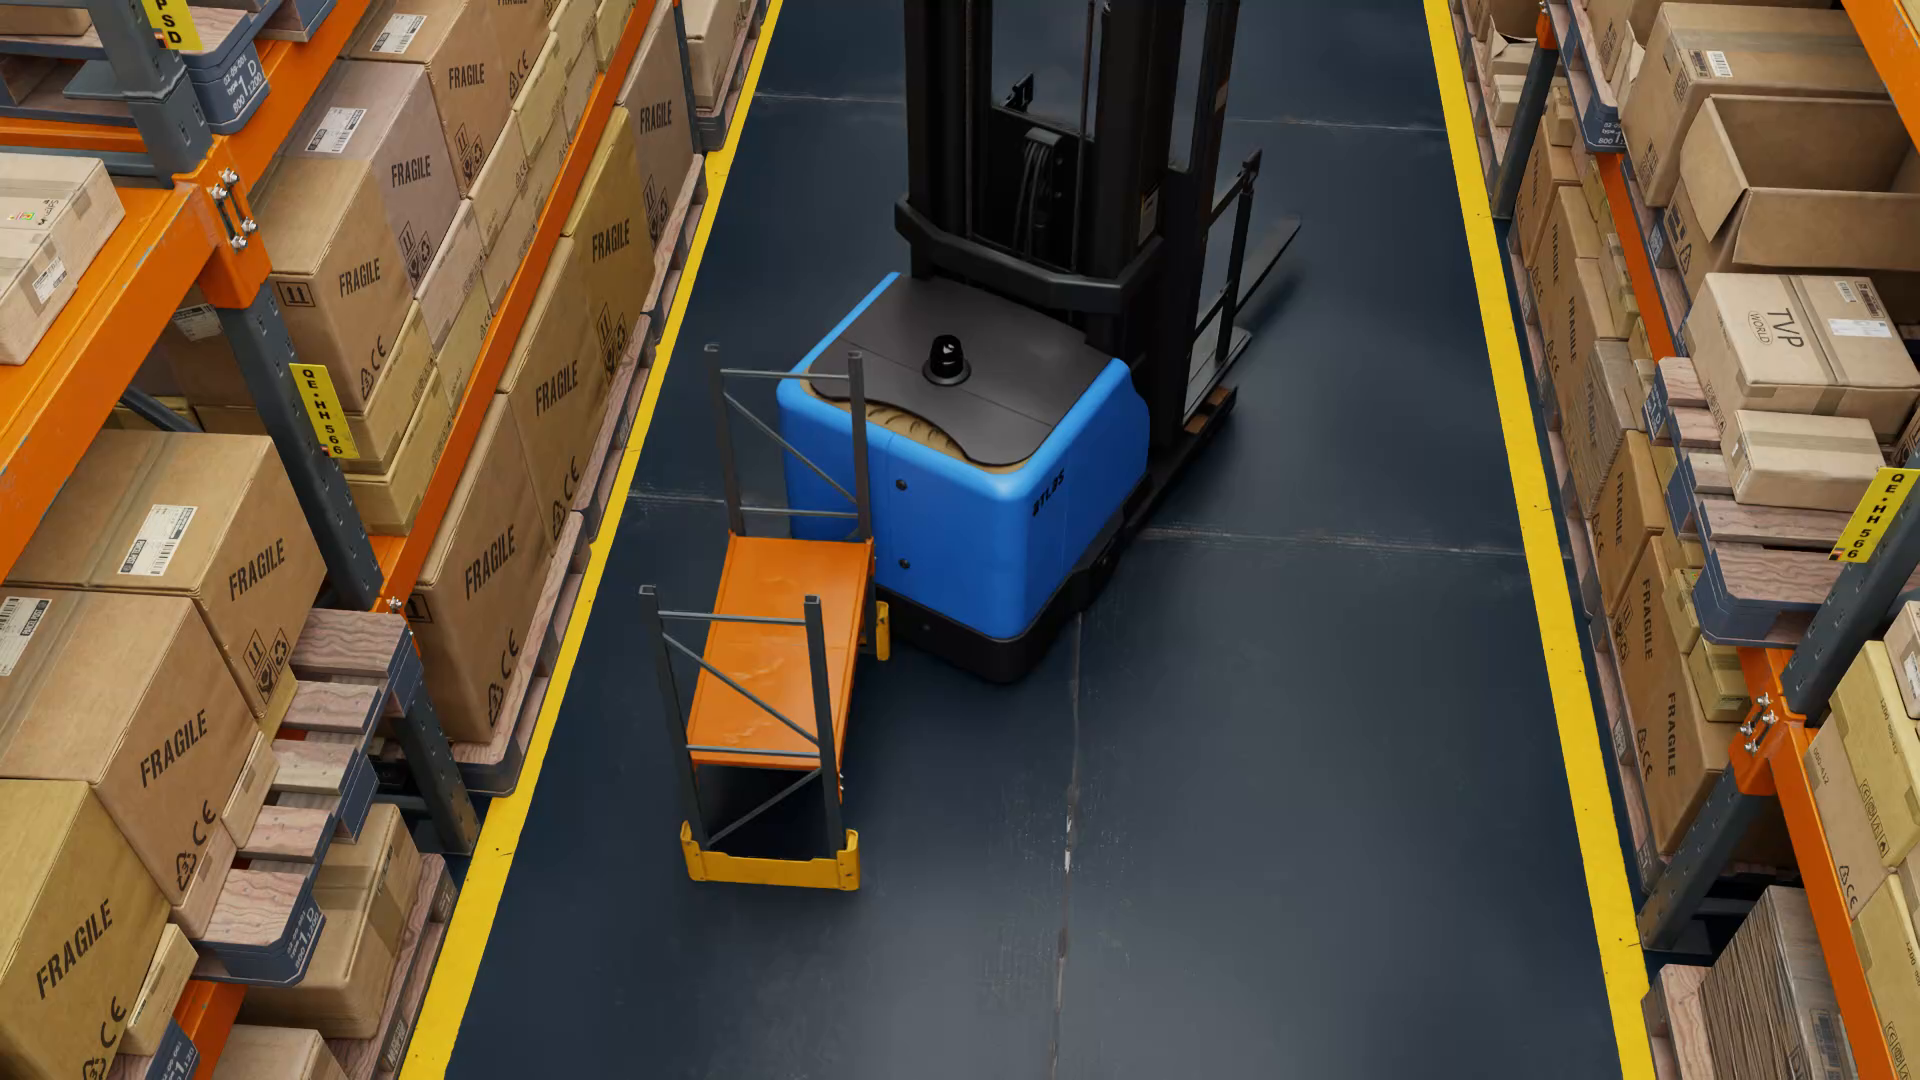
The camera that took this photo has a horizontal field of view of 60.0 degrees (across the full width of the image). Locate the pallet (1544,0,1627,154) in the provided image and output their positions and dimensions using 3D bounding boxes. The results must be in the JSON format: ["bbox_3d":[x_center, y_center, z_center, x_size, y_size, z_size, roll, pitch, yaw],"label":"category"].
[{"bbox_3d":[2.945,-1.958,6.638,1.003,0.211,1.213,4,48,4],"label":"pallet"}]

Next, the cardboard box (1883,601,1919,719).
[{"bbox_3d":[2.440,0.298,3.937,0.380,0.149,0.250,5,48,5],"label":"cardboard box"}]

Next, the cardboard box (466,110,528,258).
[{"bbox_3d":[-1.783,-1.213,5.590,0.500,0.250,0.500,4,48,3],"label":"cardboard box"}]

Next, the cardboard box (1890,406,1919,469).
[{"bbox_3d":[2.965,-0.206,4.554,0.500,0.500,0.500,6,48,5],"label":"cardboard box"}]

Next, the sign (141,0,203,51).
[{"bbox_3d":[-1.641,-1.143,3.380,0.100,0.325,0.005,4,48,4],"label":"sign"}]

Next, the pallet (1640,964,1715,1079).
[{"bbox_3d":[2.649,1.880,4.887,1.003,0.211,1.213,4,48,4],"label":"pallet"}]

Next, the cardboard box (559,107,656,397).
[{"bbox_3d":[-1.868,-1.233,7.000,0.875,0.875,0.875,5,48,5],"label":"cardboard box"}]

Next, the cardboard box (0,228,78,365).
[{"bbox_3d":[-2.015,-0.493,3.306,0.380,0.149,0.250,4,48,4],"label":"cardboard box"}]

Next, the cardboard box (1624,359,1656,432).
[{"bbox_3d":[2.704,-0.533,6.174,0.380,0.149,0.250,2,48,2],"label":"cardboard box"}]

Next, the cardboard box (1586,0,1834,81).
[{"bbox_3d":[2.813,-2.057,6.246,0.700,0.500,0.500,4,48,4],"label":"cardboard box"}]

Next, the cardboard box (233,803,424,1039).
[{"bbox_3d":[-2.242,1.165,5.148,0.950,0.372,0.625,1,48,1],"label":"cardboard box"}]

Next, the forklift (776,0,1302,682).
[{"bbox_3d":[0.537,-1.537,6.169,1.130,2.935,3.031,24,52,21],"label":"forklift"}]

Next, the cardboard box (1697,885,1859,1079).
[{"bbox_3d":[2.692,1.454,4.712,0.875,0.625,0.625,5,48,5],"label":"cardboard box"}]

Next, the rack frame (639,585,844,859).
[{"bbox_3d":[-0.635,0.656,5.134,0.500,1.500,0.032,3,48,3],"label":"rack frame"}]

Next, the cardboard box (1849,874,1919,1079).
[{"bbox_3d":[2.428,1.066,3.844,0.500,0.250,0.500,3,48,3],"label":"cardboard box"}]

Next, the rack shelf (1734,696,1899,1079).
[{"bbox_3d":[2.580,2.049,3.330,1.077,0.370,4.000,4,48,4],"label":"rack shelf"}]

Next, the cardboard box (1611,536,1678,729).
[{"bbox_3d":[2.643,0.346,5.810,0.500,0.500,0.500,3,48,3],"label":"cardboard box"}]

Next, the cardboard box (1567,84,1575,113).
[{"bbox_3d":[2.890,-1.970,7.287,0.380,0.149,0.250,3,48,3],"label":"cardboard box"}]

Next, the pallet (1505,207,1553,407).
[{"bbox_3d":[3.090,-1.061,7.578,1.003,0.211,1.213,4,48,4],"label":"pallet"}]

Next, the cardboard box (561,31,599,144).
[{"bbox_3d":[-1.719,-1.793,6.459,0.500,0.250,0.500,3,48,2],"label":"cardboard box"}]

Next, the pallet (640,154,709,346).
[{"bbox_3d":[-1.812,-1.420,7.906,1.003,0.211,1.213,4,48,4],"label":"pallet"}]

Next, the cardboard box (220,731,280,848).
[{"bbox_3d":[-1.907,0.595,4.058,0.380,0.149,0.250,4,48,3],"label":"cardboard box"}]

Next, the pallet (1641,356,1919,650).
[{"bbox_3d":[2.754,-0.101,4.940,1.213,0.211,1.003,4,48,4],"label":"pallet"}]

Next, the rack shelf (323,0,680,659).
[{"bbox_3d":[-1.999,-1.221,6.322,1.077,0.370,4.000,4,48,4],"label":"rack shelf"}]

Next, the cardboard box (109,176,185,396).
[{"bbox_3d":[-2.394,-0.763,4.670,0.500,0.500,0.500,3,48,2],"label":"cardboard box"}]

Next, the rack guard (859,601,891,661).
[{"bbox_3d":[-0.560,0.330,6.278,0.587,0.250,0.087,3,48,3],"label":"rack guard"}]

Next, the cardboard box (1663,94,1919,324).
[{"bbox_3d":[2.727,-1.052,5.325,0.797,0.503,0.637,3,48,3],"label":"cardboard box"}]

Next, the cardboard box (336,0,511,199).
[{"bbox_3d":[-1.794,-1.456,5.303,0.500,0.500,0.500,5,48,5],"label":"cardboard box"}]

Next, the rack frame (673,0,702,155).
[{"bbox_3d":[-1.816,-2.934,7.400,1.000,3.000,0.127,4,48,4],"label":"rack frame"}]

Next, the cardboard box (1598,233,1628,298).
[{"bbox_3d":[2.798,-1.092,6.686,0.380,0.149,0.250,4,48,3],"label":"cardboard box"}]

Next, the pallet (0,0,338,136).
[{"bbox_3d":[-2.175,-1.420,4.111,1.213,0.211,1.003,6,48,5],"label":"pallet"}]

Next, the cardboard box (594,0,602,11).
[{"bbox_3d":[-1.653,-2.344,6.624,0.500,0.250,0.500,5,48,4],"label":"cardboard box"}]

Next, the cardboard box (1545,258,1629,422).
[{"bbox_3d":[2.770,-0.802,6.860,0.500,0.500,0.500,3,48,2],"label":"cardboard box"}]

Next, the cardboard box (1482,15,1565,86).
[{"bbox_3d":[2.918,-2.513,8.584,0.396,0.266,0.258,5,48,5],"label":"cardboard box"}]

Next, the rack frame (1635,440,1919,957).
[{"bbox_3d":[2.762,0.337,4.409,1.000,3.000,0.127,4,48,4],"label":"rack frame"}]

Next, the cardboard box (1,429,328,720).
[{"bbox_3d":[-1.946,0.083,4.088,0.500,0.500,0.500,3,48,2],"label":"cardboard box"}]

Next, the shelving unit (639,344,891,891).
[{"bbox_3d":[-0.597,0.275,5.482,0.587,1.500,1.083,3,48,3],"label":"shelving unit"}]

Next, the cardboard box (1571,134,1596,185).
[{"bbox_3d":[2.881,-1.665,7.210,0.380,0.149,0.250,3,48,2],"label":"cardboard box"}]

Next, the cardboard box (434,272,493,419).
[{"bbox_3d":[-1.857,-0.665,5.427,0.500,0.250,0.500,3,48,2],"label":"cardboard box"}]

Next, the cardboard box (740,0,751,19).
[{"bbox_3d":[-1.571,-3.323,9.208,0.875,0.438,0.875,3,48,2],"label":"cardboard box"}]

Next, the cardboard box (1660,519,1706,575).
[{"bbox_3d":[2.617,0.047,5.644,0.380,0.149,0.250,2,48,2],"label":"cardboard box"}]
